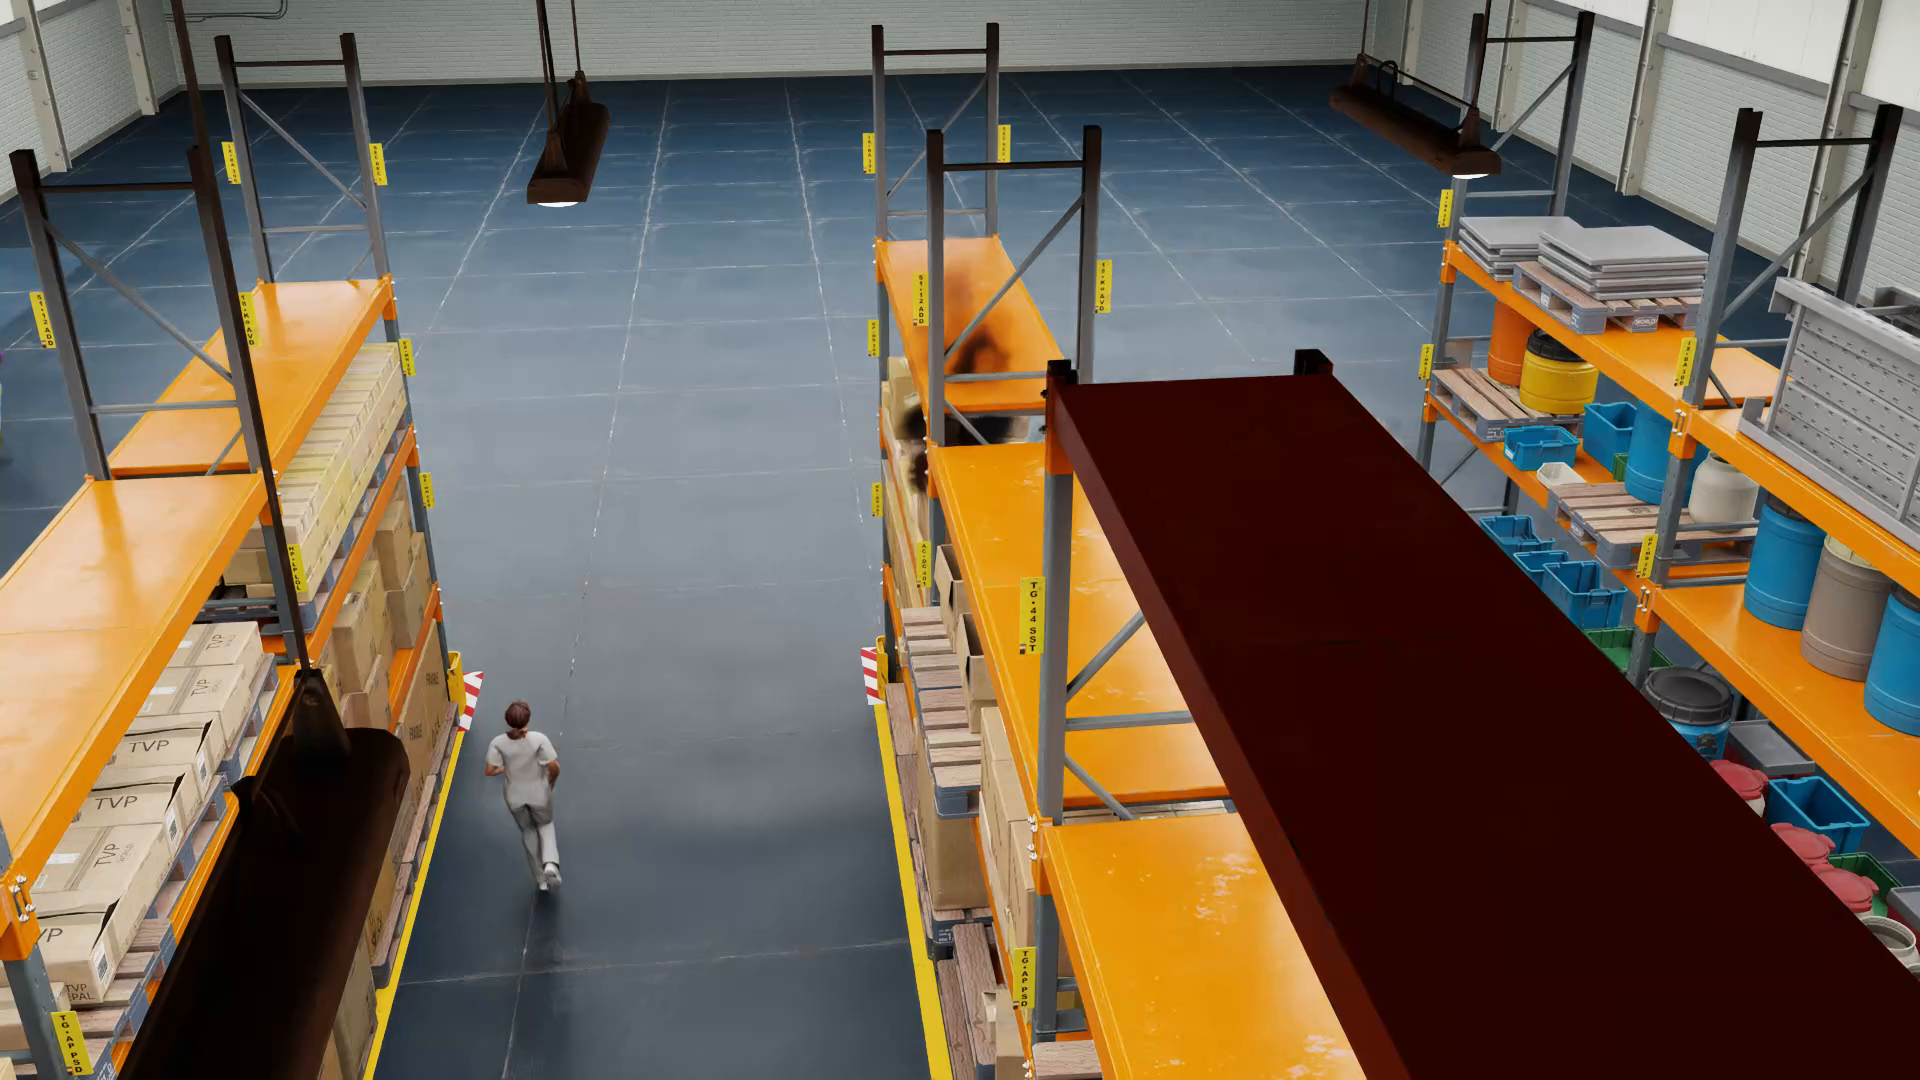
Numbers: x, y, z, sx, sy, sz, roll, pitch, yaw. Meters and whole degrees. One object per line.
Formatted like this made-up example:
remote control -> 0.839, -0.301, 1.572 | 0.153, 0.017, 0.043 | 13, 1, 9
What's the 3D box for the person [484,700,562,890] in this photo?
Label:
person -> -3.267, 1.956, 12.553 | 0.560, 1.620, 0.605 | -4, 26, -8
